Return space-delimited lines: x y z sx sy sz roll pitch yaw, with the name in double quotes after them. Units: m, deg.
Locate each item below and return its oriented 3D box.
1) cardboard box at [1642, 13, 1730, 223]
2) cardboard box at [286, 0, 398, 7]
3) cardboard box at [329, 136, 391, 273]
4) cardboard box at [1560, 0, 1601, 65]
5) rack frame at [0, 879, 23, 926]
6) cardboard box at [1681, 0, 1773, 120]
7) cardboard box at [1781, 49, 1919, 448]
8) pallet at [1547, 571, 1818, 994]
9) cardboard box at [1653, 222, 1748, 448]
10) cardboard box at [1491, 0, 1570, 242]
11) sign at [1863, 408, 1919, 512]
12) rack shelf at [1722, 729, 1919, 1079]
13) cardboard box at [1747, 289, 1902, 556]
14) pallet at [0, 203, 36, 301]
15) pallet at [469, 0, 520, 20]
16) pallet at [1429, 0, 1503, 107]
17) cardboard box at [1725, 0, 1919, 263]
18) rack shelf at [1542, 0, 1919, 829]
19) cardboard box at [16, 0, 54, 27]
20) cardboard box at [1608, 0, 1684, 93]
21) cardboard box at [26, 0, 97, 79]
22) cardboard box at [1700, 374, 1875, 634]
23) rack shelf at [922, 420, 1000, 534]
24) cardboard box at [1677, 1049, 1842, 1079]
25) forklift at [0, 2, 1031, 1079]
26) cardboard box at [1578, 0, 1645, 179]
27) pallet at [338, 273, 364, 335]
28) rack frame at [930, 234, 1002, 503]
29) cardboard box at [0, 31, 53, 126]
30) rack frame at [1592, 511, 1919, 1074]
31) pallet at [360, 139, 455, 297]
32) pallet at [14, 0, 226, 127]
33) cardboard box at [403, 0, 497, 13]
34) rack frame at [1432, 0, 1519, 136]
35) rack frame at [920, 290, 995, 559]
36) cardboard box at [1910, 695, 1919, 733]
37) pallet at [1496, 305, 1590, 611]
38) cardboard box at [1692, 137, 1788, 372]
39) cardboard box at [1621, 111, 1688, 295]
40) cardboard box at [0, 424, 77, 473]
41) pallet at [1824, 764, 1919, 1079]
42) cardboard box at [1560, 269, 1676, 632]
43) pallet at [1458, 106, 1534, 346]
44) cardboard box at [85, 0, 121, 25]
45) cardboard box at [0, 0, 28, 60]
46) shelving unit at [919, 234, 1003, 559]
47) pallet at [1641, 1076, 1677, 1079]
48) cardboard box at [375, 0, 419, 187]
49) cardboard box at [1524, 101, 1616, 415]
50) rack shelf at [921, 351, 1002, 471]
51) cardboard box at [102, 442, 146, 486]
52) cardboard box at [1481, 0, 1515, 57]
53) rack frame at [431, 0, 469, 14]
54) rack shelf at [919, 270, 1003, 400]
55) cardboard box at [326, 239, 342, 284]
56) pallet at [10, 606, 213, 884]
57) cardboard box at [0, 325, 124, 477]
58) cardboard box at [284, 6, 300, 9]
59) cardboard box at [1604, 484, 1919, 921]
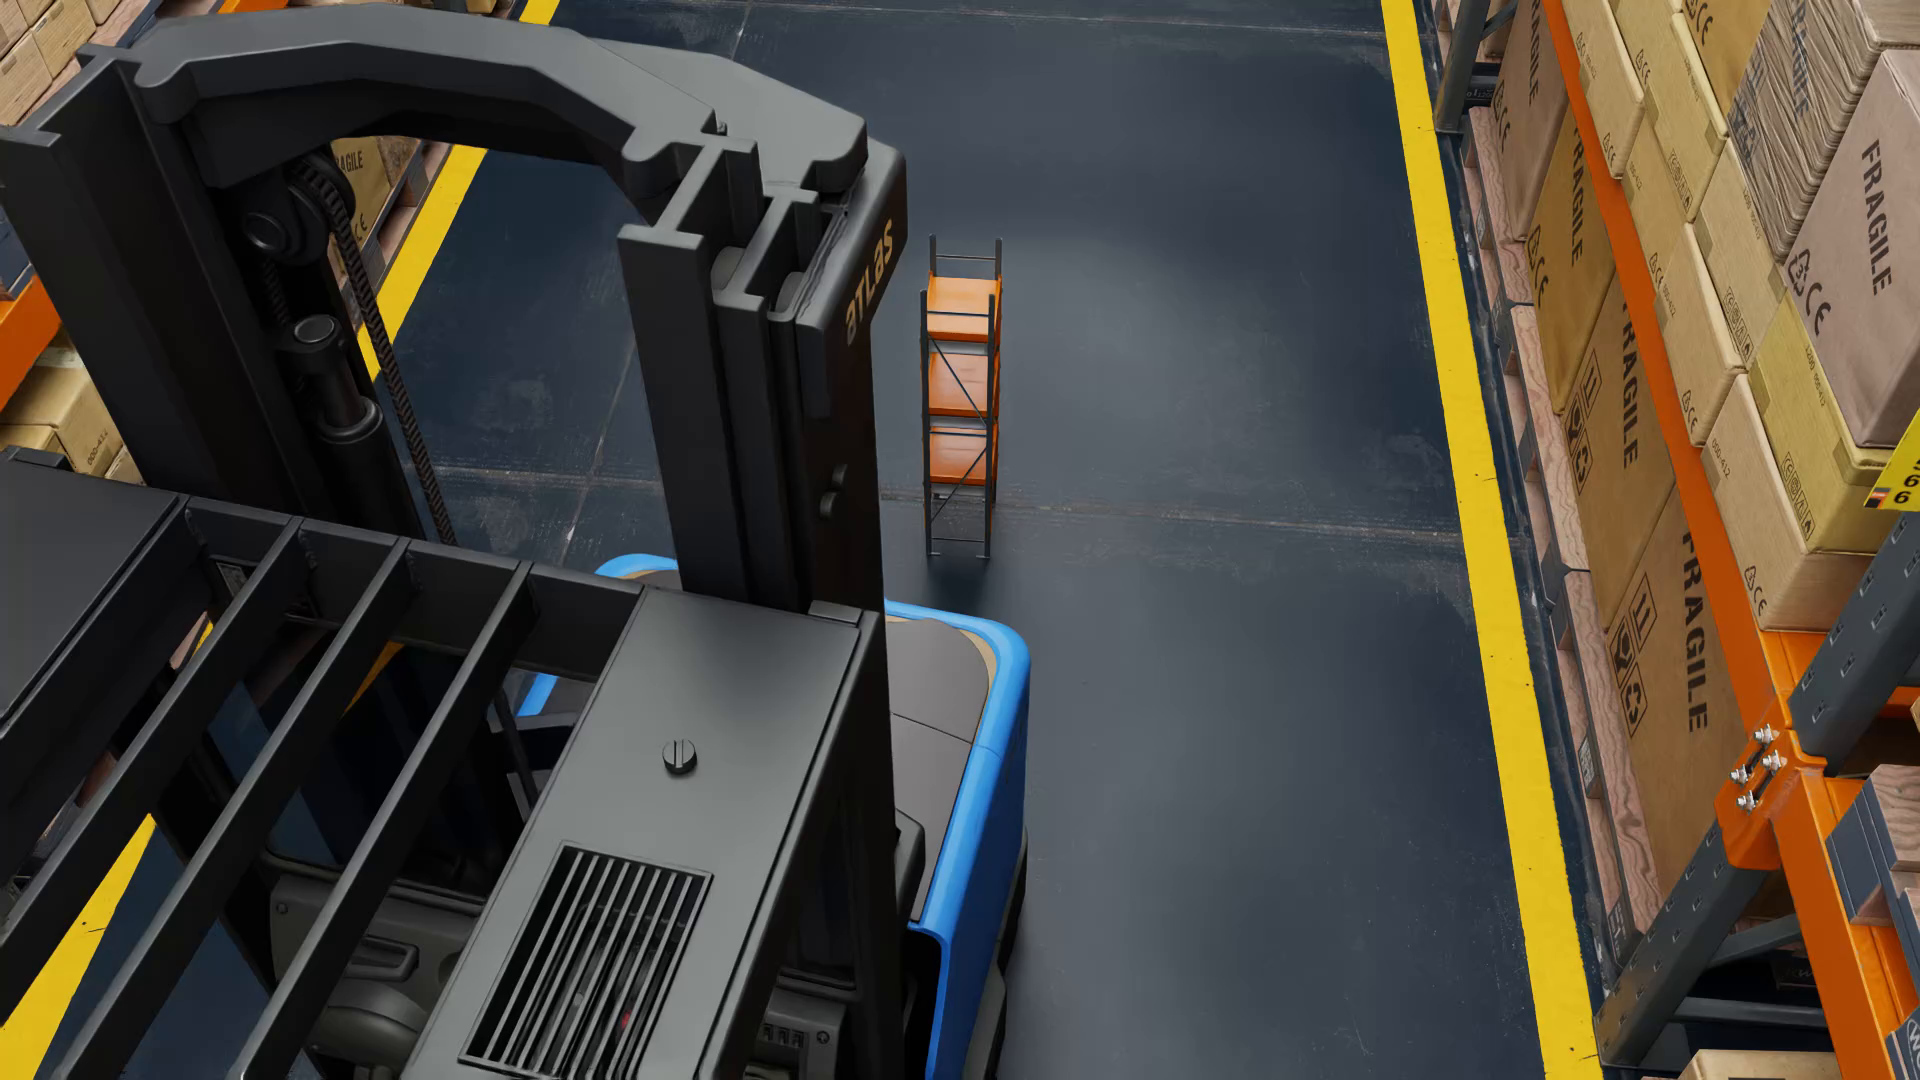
1.930 -0.980 3.876 0.500 0.250 0.500 3 48 3 "cardboard box"
-2.320 -1.919 5.874 0.500 0.250 0.500 3 48 2 "cardboard box"
-2.368 -1.293 5.809 0.500 0.500 0.500 3 48 3 "cardboard box"
2.023 -1.562 4.747 0.500 0.250 0.500 4 48 3 "cardboard box"
-2.869 0.007 3.211 1.000 3.000 0.127 4 48 4 "rack frame"
1.947 -1.245 3.611 0.500 0.500 0.500 4 48 4 "cardboard box"
1.857 -0.503 2.932 0.500 0.500 0.500 3 48 2 "cardboard box"
2.217 0.633 4.528 1.003 0.211 1.213 4 48 4 "pallet"
1.888 -0.449 3.730 0.500 0.250 0.500 5 48 4 "cardboard box"
2.458 -1.637 5.870 0.875 0.875 0.875 5 48 5 "cardboard box"
1.517 -0.160 2.579 0.100 0.325 0.005 4 48 4 "sign"
1.888 1.978 1.895 1.077 0.370 4.000 4 48 4 "rack shelf"
1.861 -0.225 3.186 0.500 0.250 0.500 4 48 3 "cardboard box"
-2.910 -0.459 3.767 1.213 0.211 1.003 4 48 4 "pallet"
-2.478 -2.487 7.382 1.003 0.211 1.213 4 48 4 "pallet"
2.582 -2.286 7.198 1.003 0.211 1.213 4 48 4 "pallet"
1.895 -0.881 3.277 0.500 0.500 0.500 5 48 4 "cardboard box"
2.252 -0.961 4.584 1.077 0.370 4.000 4 48 4 "rack shelf"
-2.509 -1.438 4.217 0.380 0.149 0.250 3 48 3 "cardboard box"
1.977 -1.362 4.225 0.500 0.250 0.500 3 48 2 "cardboard box"
-2.508 -1.340 4.328 0.380 0.149 0.250 4 48 4 "cardboard box"
1.857 -0.073 3.385 0.500 0.250 0.500 2 48 2 "cardboard box"
0.005 -0.199 5.111 0.215 0.259 0.240 4 48 4 "rack shelf"
2.008 1.425 3.410 0.950 0.372 0.625 1 48 1 "cardboard box"
-0.685 0.894 2.446 1.130 2.935 3.031 10 48 9 "forklift"
1.969 -1.195 4.412 0.500 0.250 0.500 3 48 3 "cardboard box"
-2.682 -0.520 5.583 1.003 0.211 1.213 4 48 4 "pallet"
0.016 -0.483 4.981 0.200 1.050 0.008 4 48 4 "rack frame"
-2.533 -1.155 4.159 0.380 0.149 0.250 5 48 5 "cardboard box"
2.070 0.266 2.974 1.000 3.000 0.127 4 48 4 "rack frame"
-2.574 -1.419 6.405 1.003 0.211 1.213 4 48 4 "pallet"
-2.729 -1.386 4.615 1.003 0.211 1.213 4 48 4 "pallet"
-2.151 -2.358 7.021 0.380 0.149 0.250 2 48 2 "cardboard box"
2.434 -2.674 5.663 1.000 3.000 0.127 4 48 4 "rack frame"
-0.006 -0.304 4.817 0.200 1.050 0.008 4 48 4 "rack frame"
1.798 0.305 2.384 0.500 0.500 0.500 3 48 2 "cardboard box"
2.331 -0.262 5.346 1.003 0.211 1.213 4 48 4 "pallet"
1.904 -0.602 3.531 0.500 0.250 0.500 3 48 3 "cardboard box"
1.950 -0.818 4.067 0.500 0.250 0.500 3 48 3 "cardboard box"
-2.565 -0.035 4.150 0.500 0.250 0.500 2 48 2 "cardboard box"
2.111 0.861 2.559 1.213 0.211 1.003 4 48 4 "pallet"
2.301 -0.316 4.662 0.875 0.875 0.875 4 48 4 "cardboard box"
2.439 -1.160 6.168 1.003 0.211 1.213 4 48 4 "pallet"
-2.483 -1.531 4.503 0.380 0.149 0.250 2 48 2 "cardboard box"
-2.535 -1.256 4.050 0.380 0.149 0.250 4 48 4 "cardboard box"
0.005 -0.394 4.899 0.215 1.050 0.252 4 48 4 "shelving unit"
1.997 1.781 3.478 1.003 0.211 1.213 4 48 4 "pallet"
-2.321 -1.670 6.154 0.500 0.500 0.500 3 48 3 "cardboard box"
2.383 -0.973 5.262 0.875 0.875 0.875 5 48 5 "cardboard box"
0.005 -0.387 4.906 0.215 0.259 0.240 4 48 4 "rack shelf"
-2.508 -0.163 4.776 0.500 0.500 0.500 4 48 4 "cardboard box"
2.599 -2.405 6.868 0.875 0.438 0.875 3 48 3 "cardboard box"
-2.504 -2.932 5.899 1.000 3.000 0.127 4 48 4 "rack frame"
0.005 -0.578 4.697 0.215 0.259 0.240 4 48 4 "rack shelf"
-2.419 -0.916 5.464 0.500 0.500 0.500 3 48 3 "cardboard box"
-2.796 0.374 4.765 1.003 0.211 1.213 4 48 4 "pallet"
-2.519 -0.407 4.491 0.500 0.250 0.500 3 48 3 "cardboard box"
-2.380 -1.542 5.529 0.500 0.250 0.500 6 48 5 "cardboard box"
2.216 0.339 4.062 0.875 0.875 0.875 3 48 3 "cardboard box"
